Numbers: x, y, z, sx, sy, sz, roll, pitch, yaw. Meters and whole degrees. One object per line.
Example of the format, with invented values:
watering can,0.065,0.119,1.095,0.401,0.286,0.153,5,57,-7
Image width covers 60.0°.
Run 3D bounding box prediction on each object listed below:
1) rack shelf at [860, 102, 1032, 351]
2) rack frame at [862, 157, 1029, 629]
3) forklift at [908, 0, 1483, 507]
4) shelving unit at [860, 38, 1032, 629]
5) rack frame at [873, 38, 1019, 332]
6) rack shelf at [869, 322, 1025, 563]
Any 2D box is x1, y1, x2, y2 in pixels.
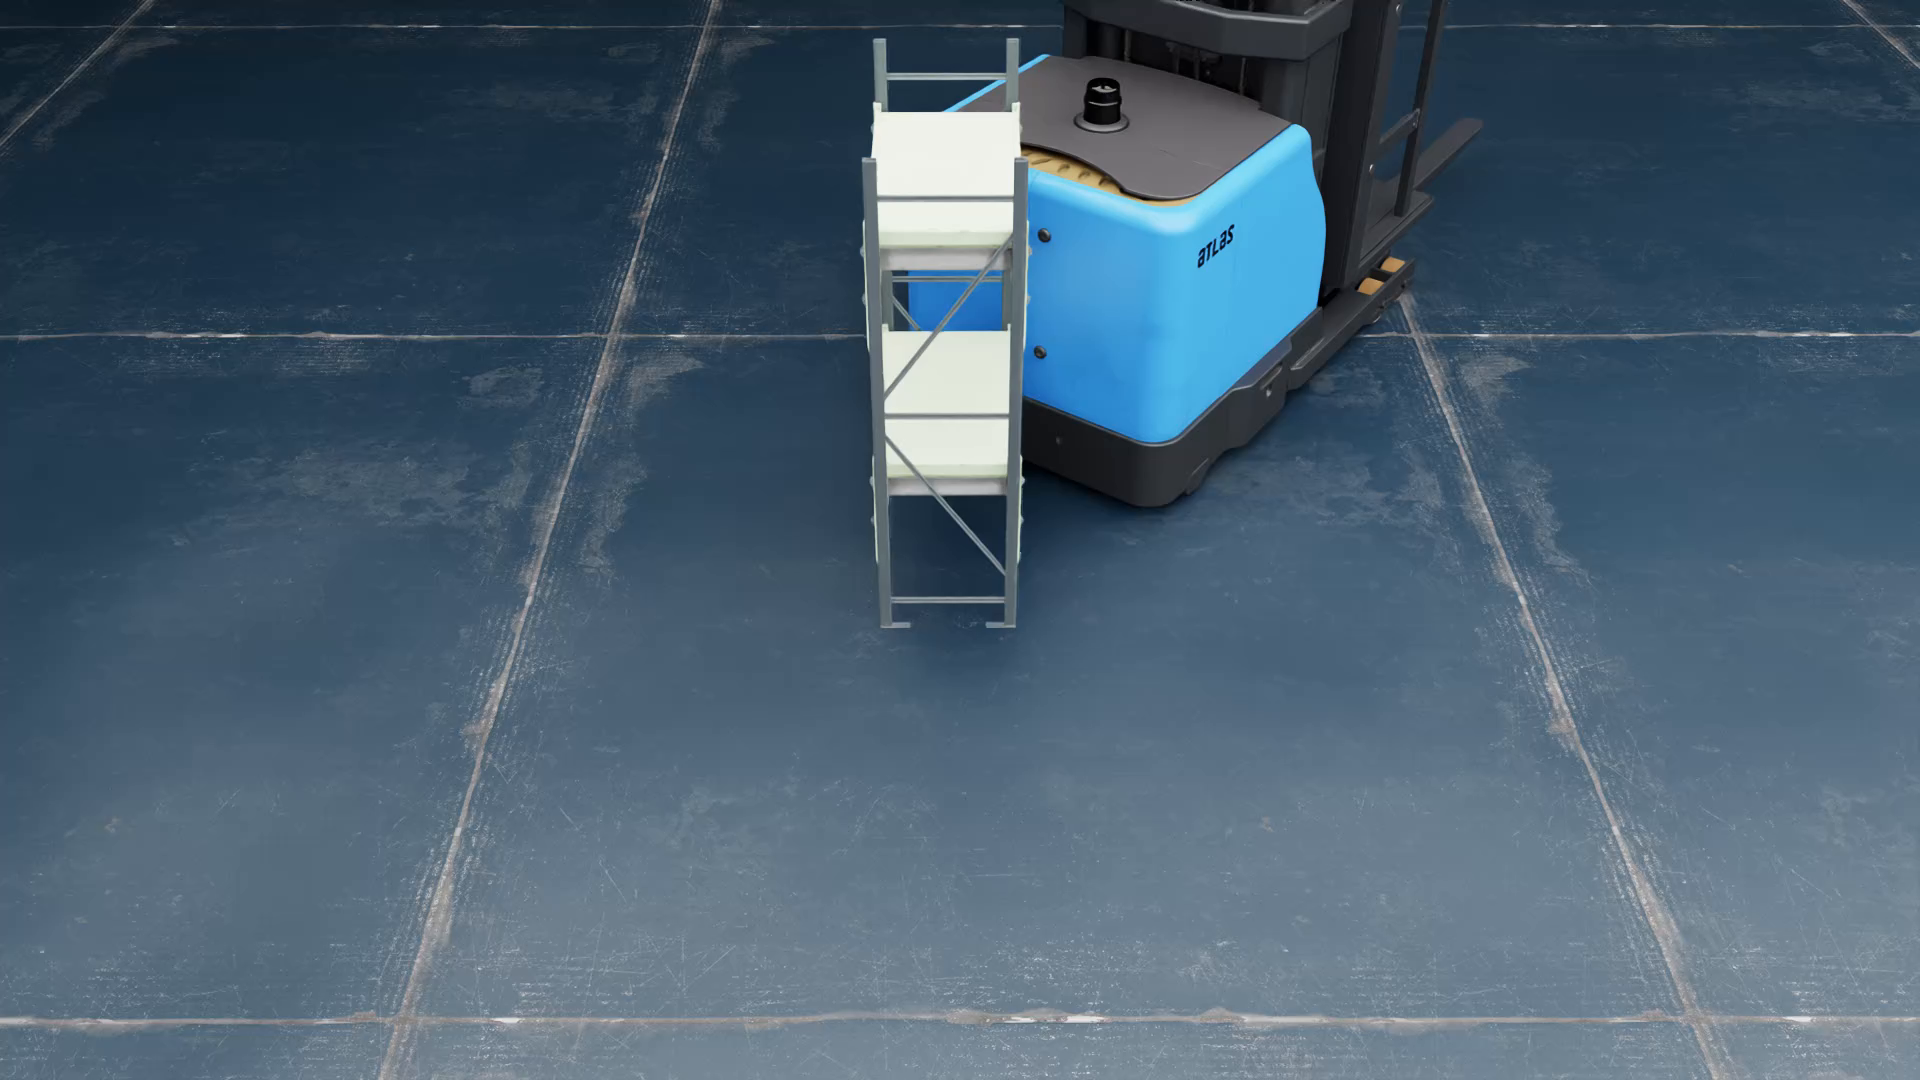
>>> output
rack shelf,-0.036,-0.862,4.502,0.431,0.370,0.720,0,39,0
rack frame,-0.035,-0.328,4.461,0.400,1.500,0.023,0,39,0
forklift,1.086,-2.123,5.555,1.130,2.935,3.031,24,45,27
shelving unit,-0.036,-0.557,4.746,0.431,1.500,0.755,0,39,0
rack frame,-0.038,-0.786,5.032,0.400,1.500,0.023,0,39,0
rack shelf,-0.036,-0.303,4.950,0.431,0.370,0.720,0,39,0
